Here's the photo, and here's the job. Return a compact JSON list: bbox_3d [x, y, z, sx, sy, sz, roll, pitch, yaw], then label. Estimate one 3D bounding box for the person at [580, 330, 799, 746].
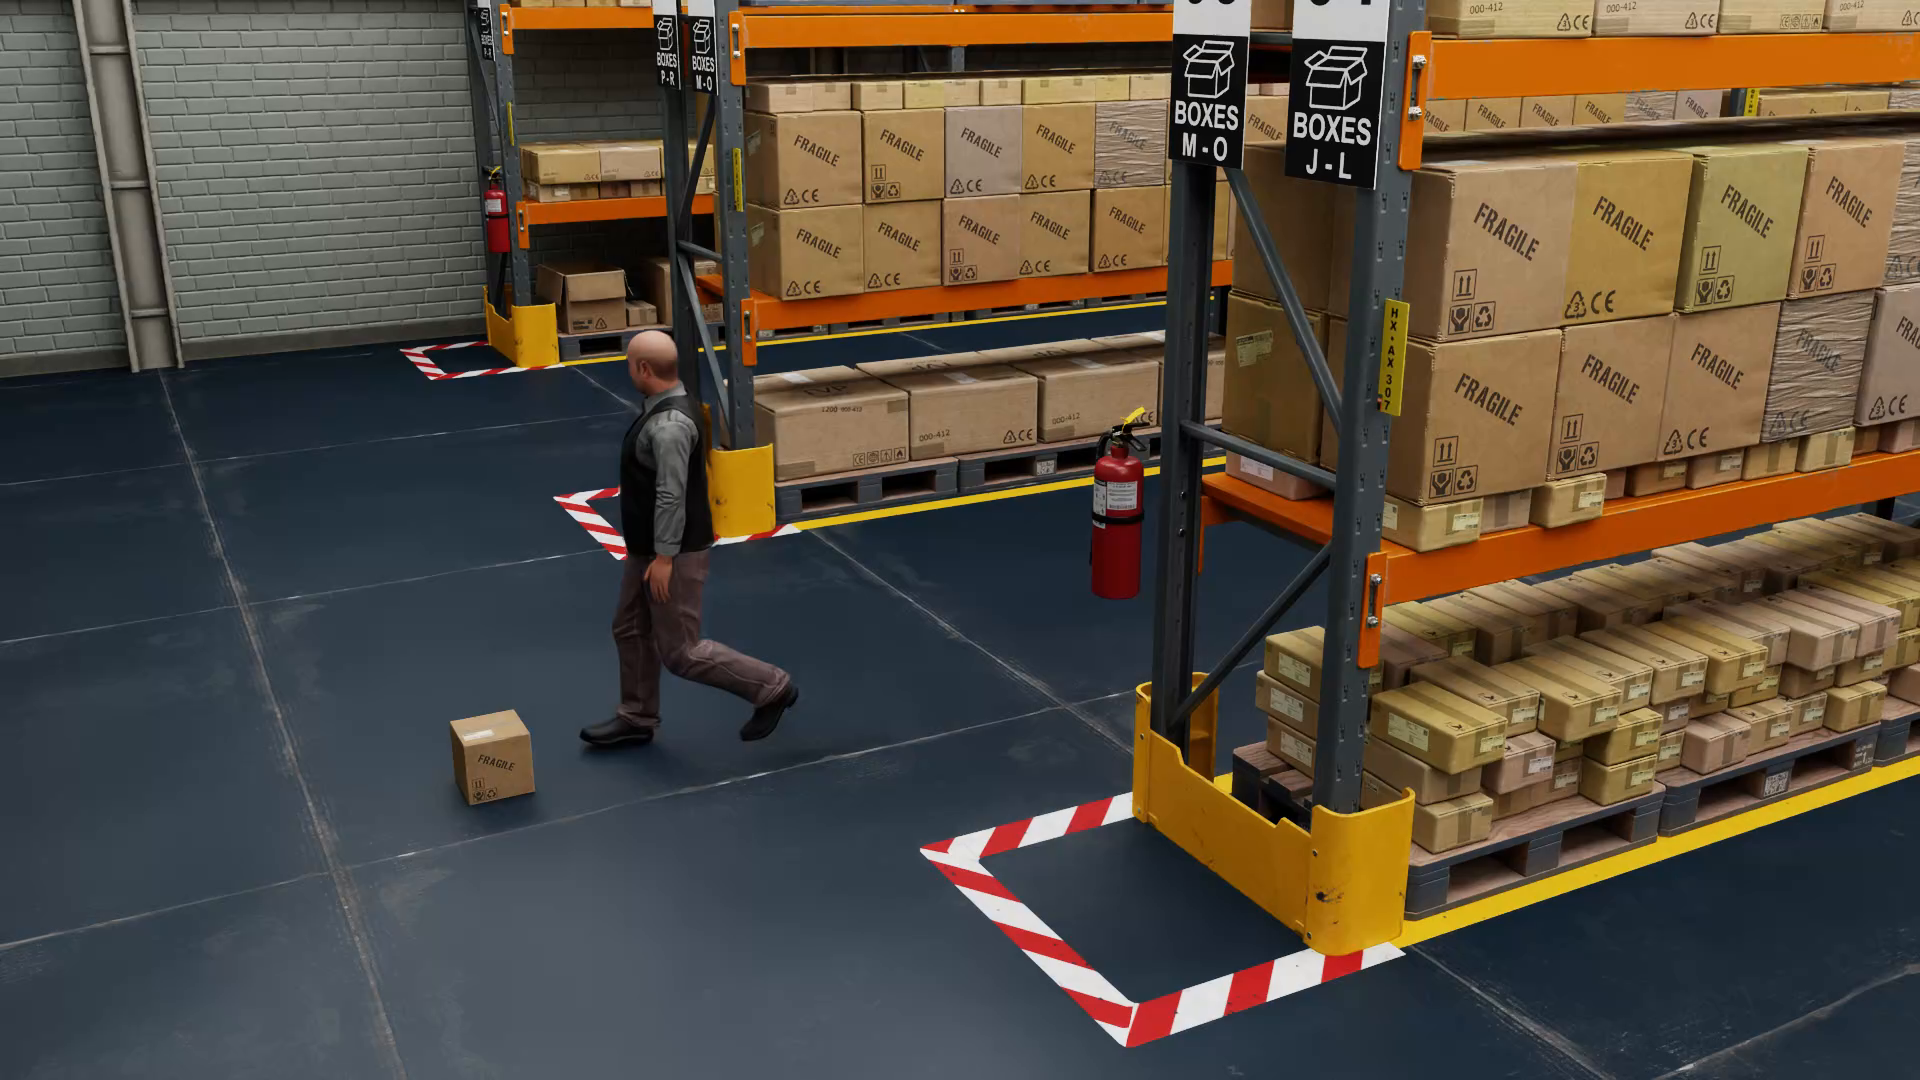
[{"bbox_3d":[-1.105,0.021,6.529,0.873,1.701,0.554,-4,19,-12],"label":"person"}]
